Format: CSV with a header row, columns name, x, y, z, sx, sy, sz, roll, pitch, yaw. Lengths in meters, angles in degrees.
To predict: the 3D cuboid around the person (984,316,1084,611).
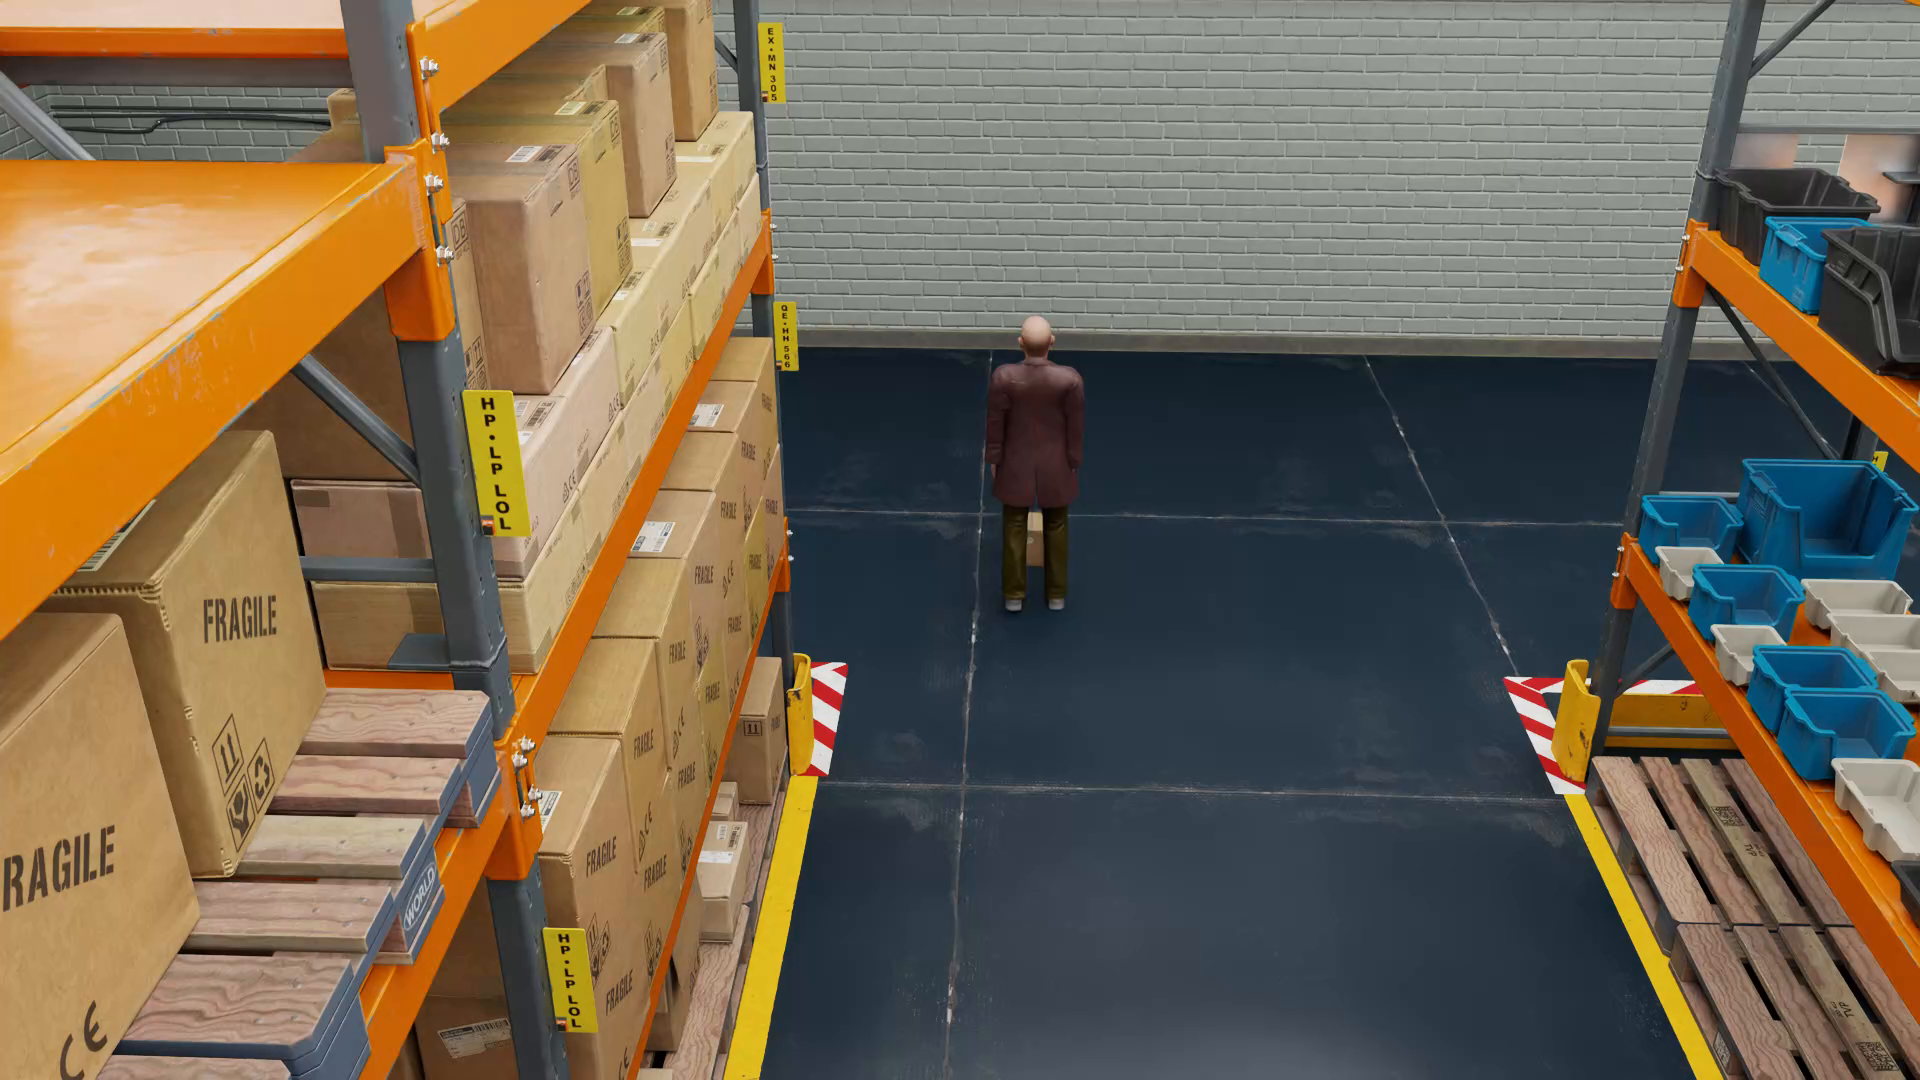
name,x,y,z,sx,sy,sz,roll,pitch,yaw
person,0.418,-0.444,9.493,0.560,1.777,0.404,2,28,3
